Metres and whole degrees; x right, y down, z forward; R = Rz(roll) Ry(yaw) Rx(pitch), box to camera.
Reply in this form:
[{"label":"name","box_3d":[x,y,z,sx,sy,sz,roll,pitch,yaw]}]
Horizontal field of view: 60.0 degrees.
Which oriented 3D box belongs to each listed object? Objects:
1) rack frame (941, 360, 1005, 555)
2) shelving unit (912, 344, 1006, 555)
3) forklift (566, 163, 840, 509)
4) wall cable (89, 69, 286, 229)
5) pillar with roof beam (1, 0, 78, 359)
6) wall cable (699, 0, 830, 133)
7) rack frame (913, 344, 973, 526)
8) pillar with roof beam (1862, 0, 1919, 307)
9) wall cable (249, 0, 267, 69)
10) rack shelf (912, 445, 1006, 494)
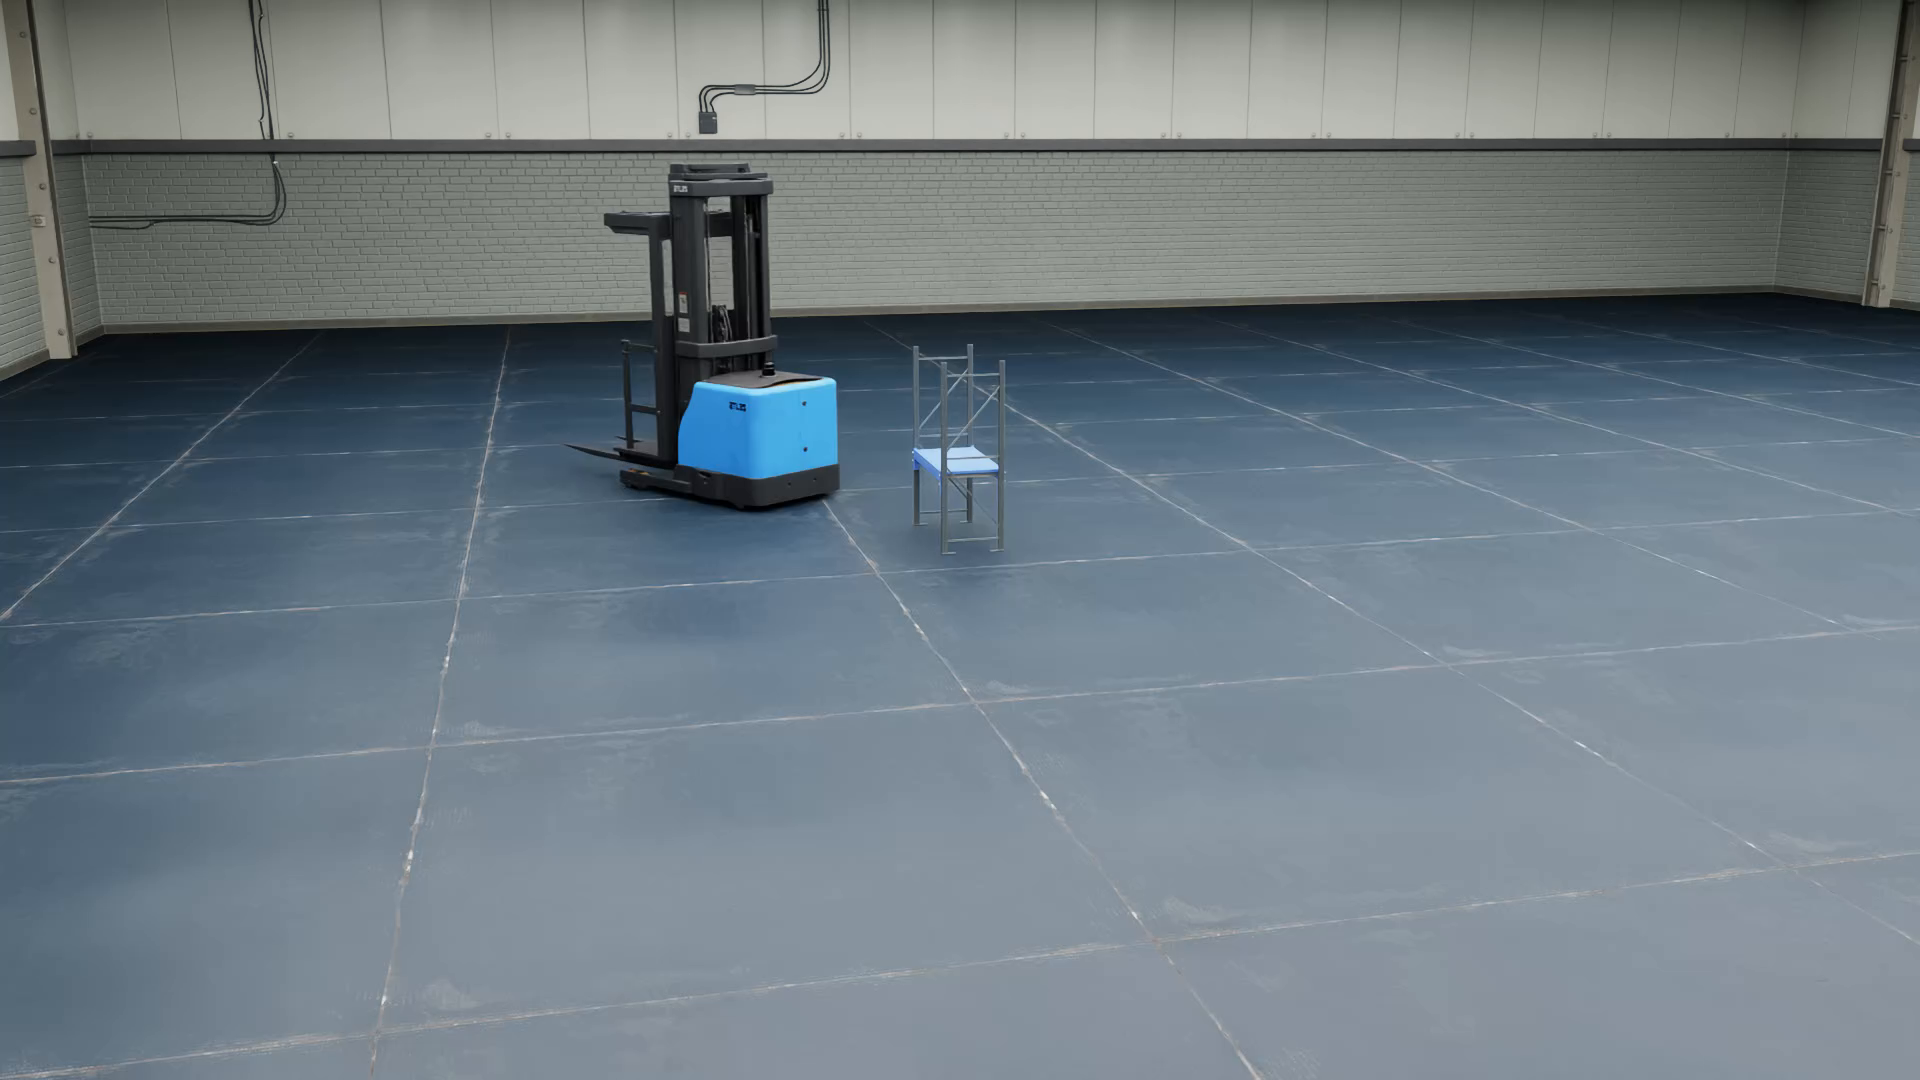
[{"label":"rack frame","box_3d":[0.099,-0.631,12.850,0.500,1.500,0.032,-3,14,-13]},{"label":"shelving unit","box_3d":[-0.020,-0.748,13.330,0.538,1.500,1.048,-3,14,-13]},{"label":"forklift","box_3d":[-2.520,-1.965,15.292,3.031,2.935,1.130,12,18,40]},{"label":"wall cable","box_3d":[-12.600,-6.309,26.834,3.097,2.526,0.112,-3,14,-13]},{"label":"pillar with roof beam","box_3d":[-9.009,-7.304,24.364,9.100,9.000,0.400,-3,14,-13]},{"label":"wall cable","box_3d":[-3.368,-9.995,28.213,2.305,6.003,0.169,-3,14,-13]},{"label":"rack frame","box_3d":[-0.139,-0.866,13.810,0.500,1.500,0.032,-3,14,-13]},{"label":"pillar with roof beam","box_3d":[13.241,-8.580,29.587,9.100,9.000,0.400,-3,14,-13]},{"label":"wall cable","box_3d":[-9.970,-8.914,26.852,3.097,2.526,0.112,-3,14,-13]},{"label":"rack shelf","box_3d":[-0.020,-0.574,13.372,0.538,0.185,1.000,-3,14,-13]}]
